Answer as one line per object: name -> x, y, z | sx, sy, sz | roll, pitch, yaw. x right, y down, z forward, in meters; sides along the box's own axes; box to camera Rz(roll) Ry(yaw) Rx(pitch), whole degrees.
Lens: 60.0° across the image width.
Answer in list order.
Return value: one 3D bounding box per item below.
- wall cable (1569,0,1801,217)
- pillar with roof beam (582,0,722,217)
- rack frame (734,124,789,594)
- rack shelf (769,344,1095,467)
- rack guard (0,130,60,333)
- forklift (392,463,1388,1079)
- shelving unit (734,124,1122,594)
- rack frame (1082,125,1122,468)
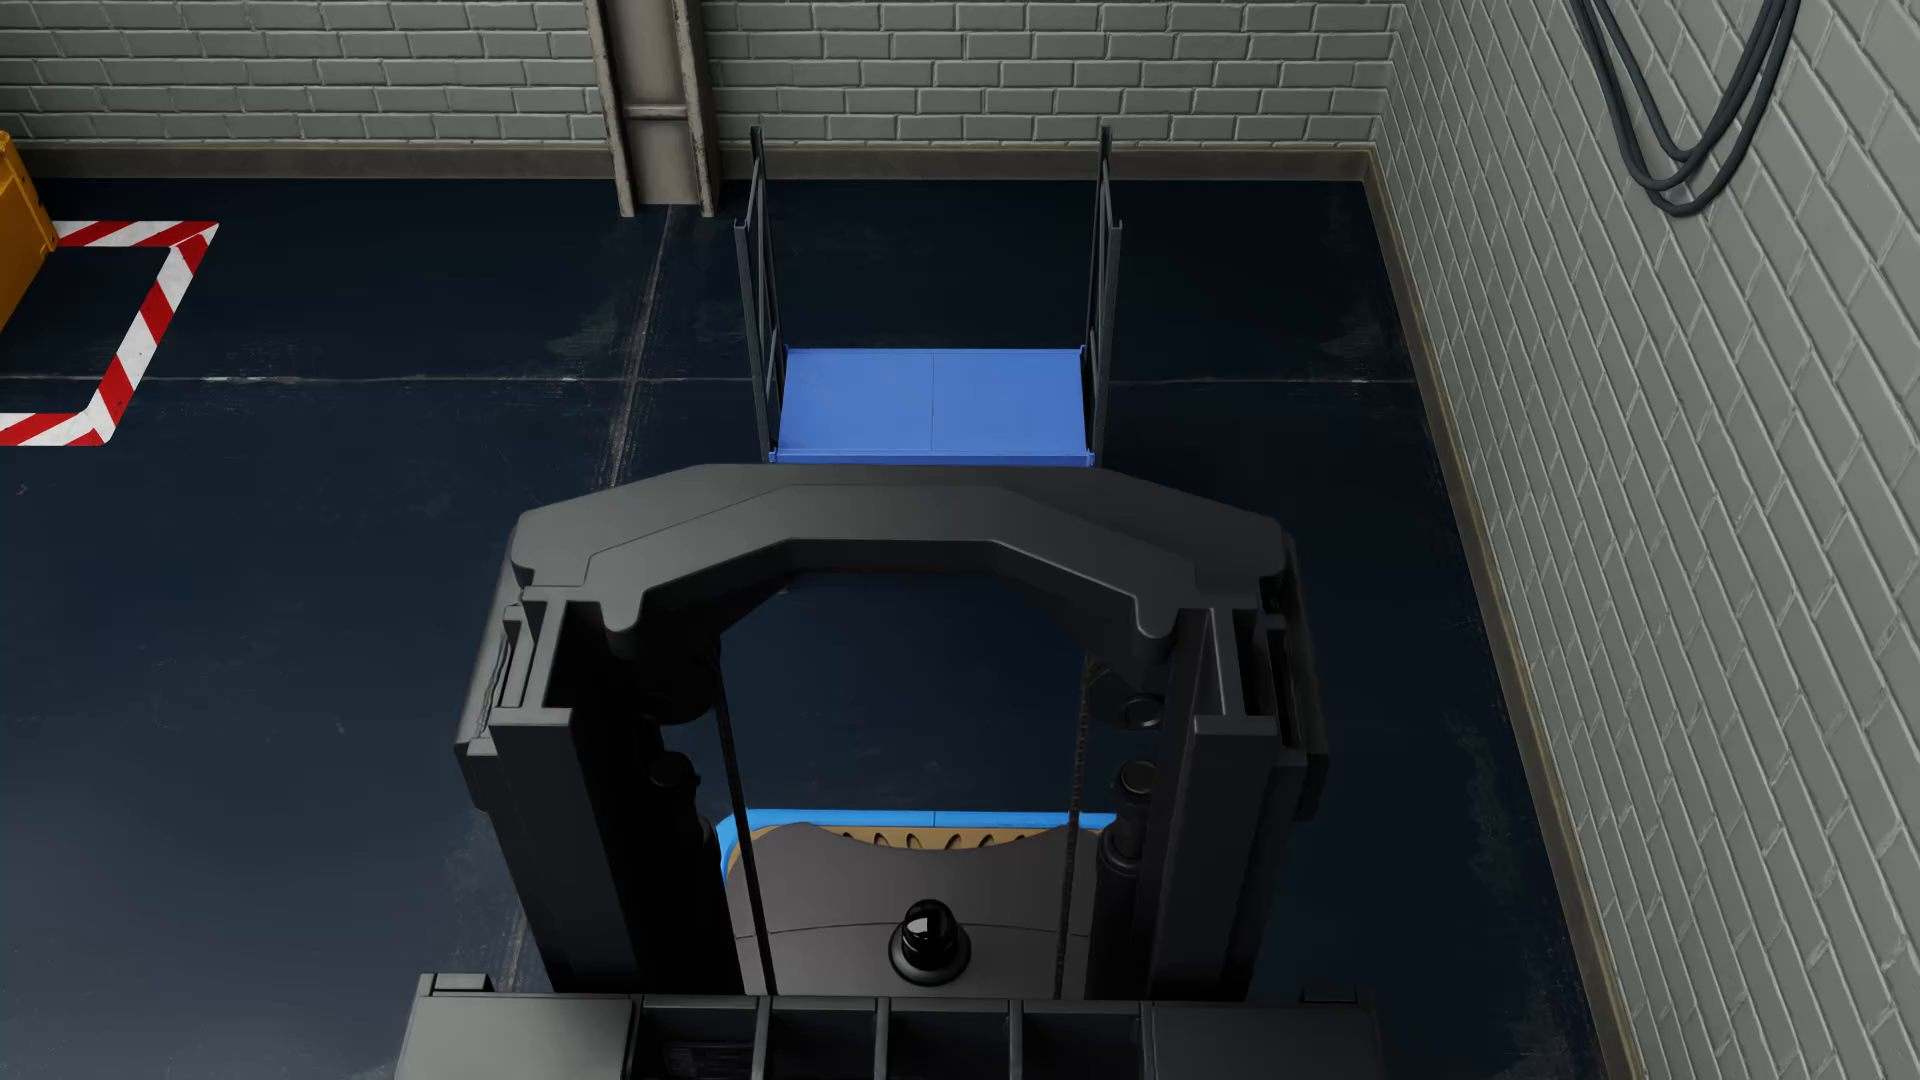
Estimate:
wall cable -> 1.720, -2.582, 4.127 | 0.112, 2.526, 3.097 | 0, 47, 0
pillar with roof beam -> -1.247, -1.392, 0.898 | 0.400, 9.000, 9.100 | 0, 47, 0
rack frame -> -0.594, -0.513, 5.203 | 0.032, 1.500, 0.500 | 0, 47, 0
rack shelf -> -0.085, -0.389, 5.333 | 1.000, 0.185, 0.538 | 0, 47, 0
rack guard -> -3.911, -1.022, 6.359 | 0.348, 0.500, 1.175 | 0, 47, 0
forklift -> -0.079, 1.421, 2.425 | 1.130, 2.935, 3.031 | 1, 47, 1
shelving unit -> -0.085, -0.511, 5.201 | 1.048, 1.500, 0.538 | 0, 47, 0
rack frame -> 0.423, -0.510, 5.200 | 0.032, 1.500, 0.500 | 0, 47, 0
